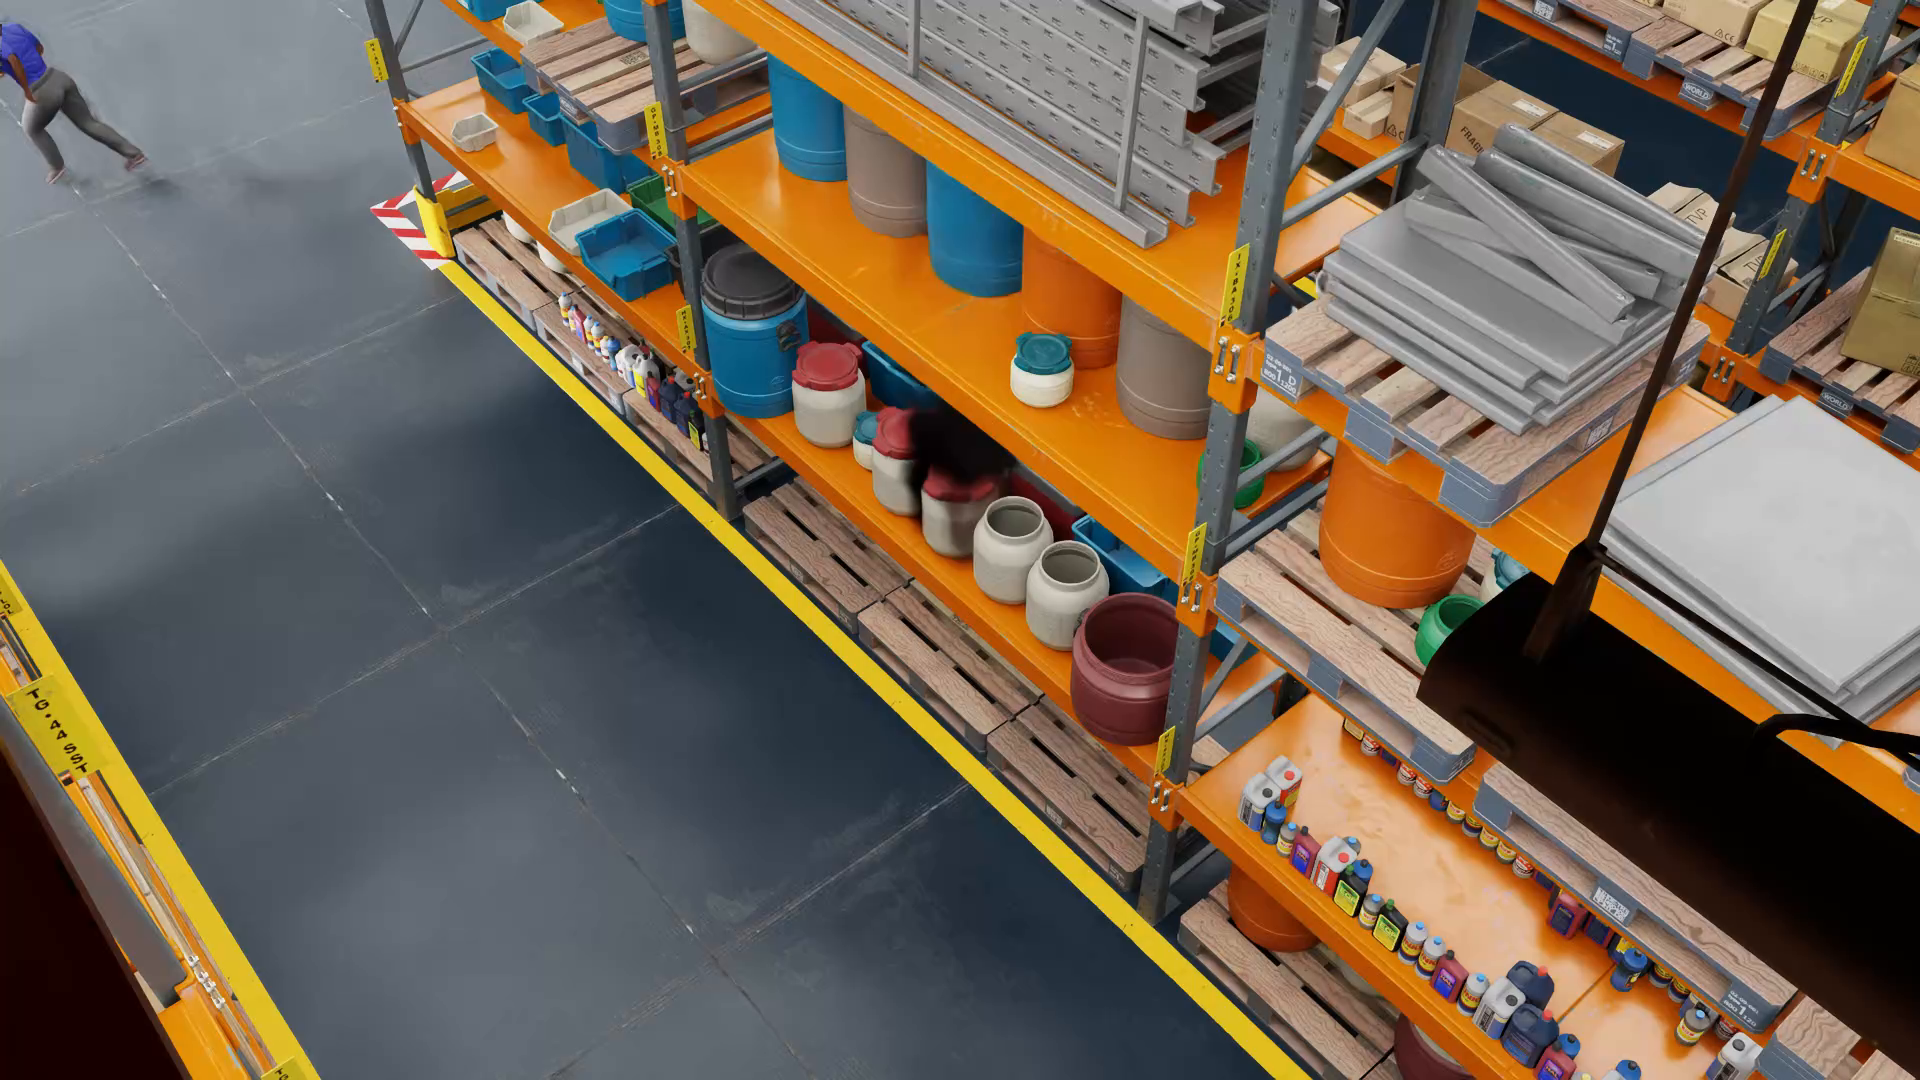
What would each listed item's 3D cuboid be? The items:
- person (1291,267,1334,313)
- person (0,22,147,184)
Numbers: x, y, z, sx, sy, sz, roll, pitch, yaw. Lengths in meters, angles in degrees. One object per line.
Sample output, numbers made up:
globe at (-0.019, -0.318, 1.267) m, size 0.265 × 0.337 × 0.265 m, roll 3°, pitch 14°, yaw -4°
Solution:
person at (2.448, -1.367, 10.679) m, size 0.586 × 1.760 × 0.676 m, roll 34°, pitch 55°, yaw 28°
person at (-7.174, -3.505, 13.269) m, size 0.962 × 1.615 × 0.619 m, roll 1°, pitch 46°, yaw 1°
